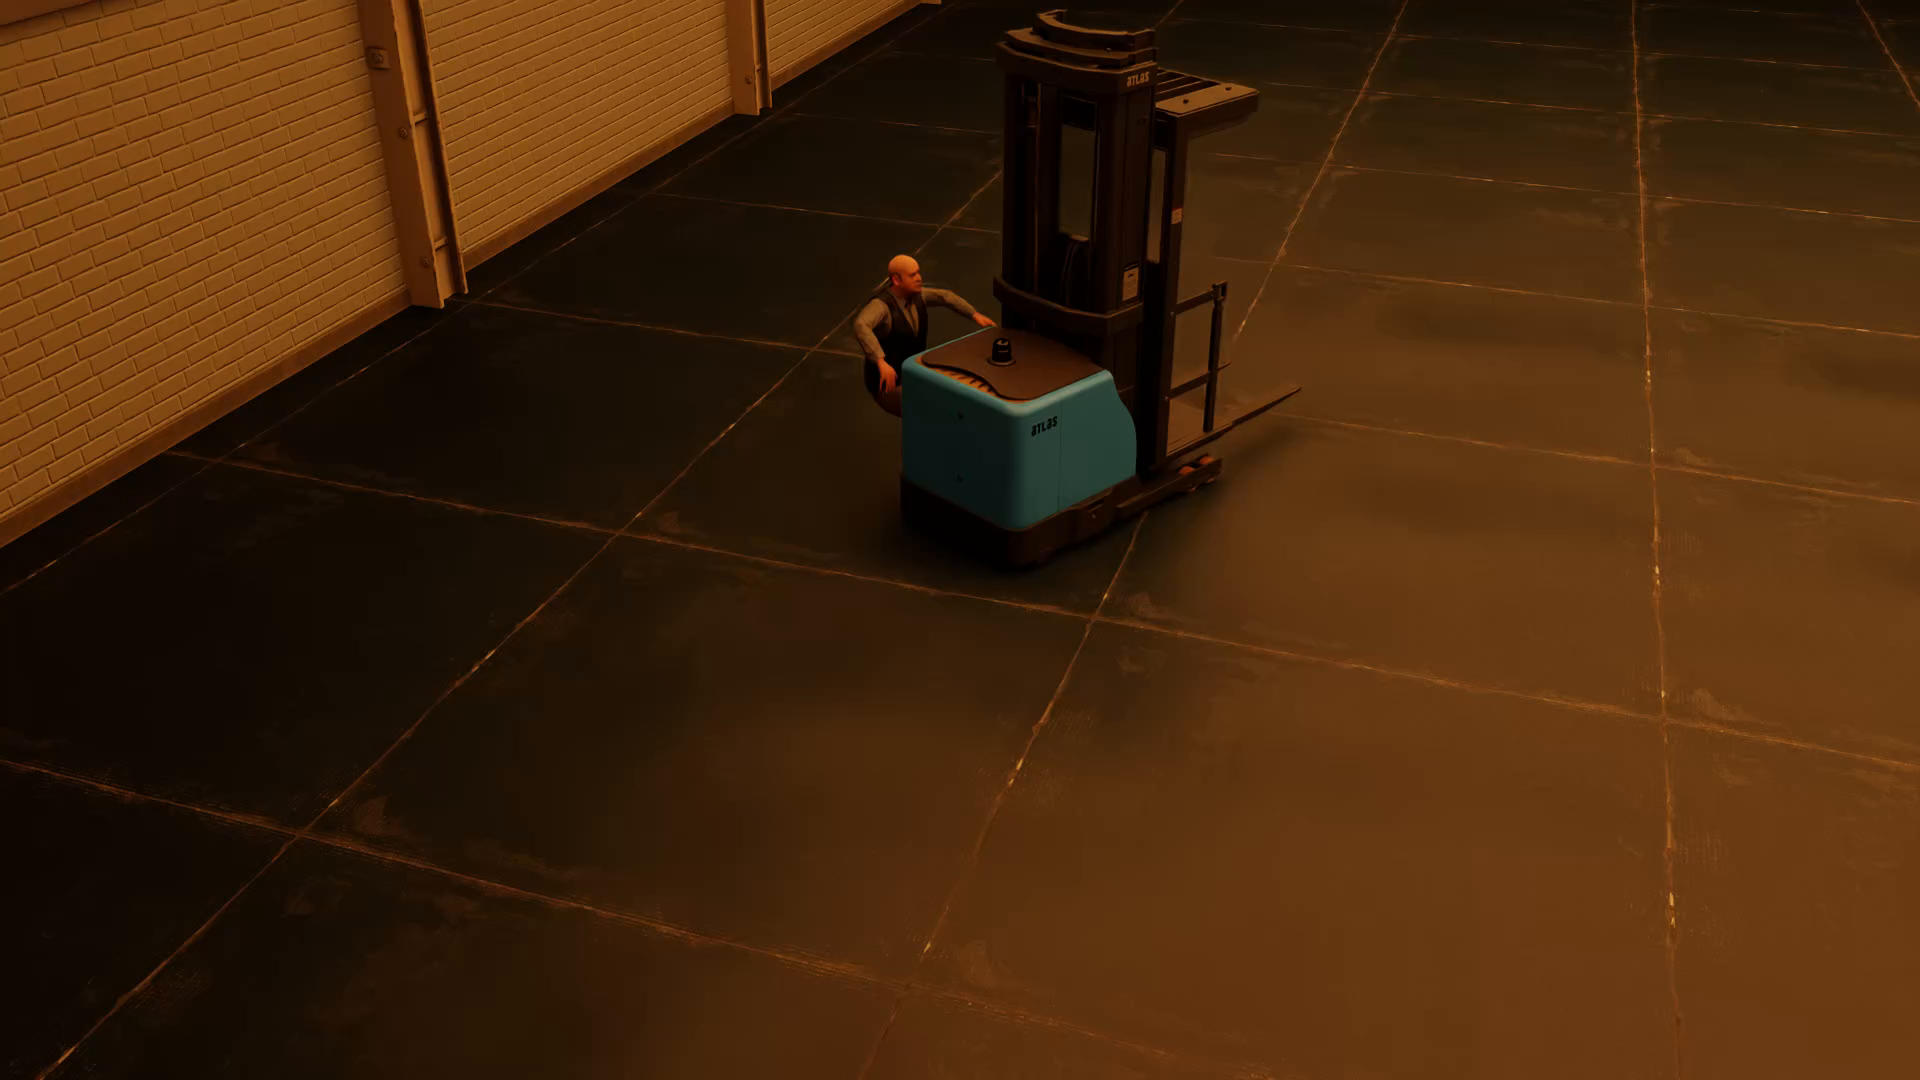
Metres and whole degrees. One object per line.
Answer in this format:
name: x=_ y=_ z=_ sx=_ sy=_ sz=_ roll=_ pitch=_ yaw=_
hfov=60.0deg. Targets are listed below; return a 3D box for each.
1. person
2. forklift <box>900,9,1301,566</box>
person: x=-0.179 y=-0.983 z=10.284 sx=0.850 sy=1.533 sz=1.074 roll=18 pitch=34 yaw=28
forklift: x=1.045 y=-1.741 z=10.191 sx=3.031 sy=2.935 sz=1.130 roll=-26 pitch=38 yaw=-37
